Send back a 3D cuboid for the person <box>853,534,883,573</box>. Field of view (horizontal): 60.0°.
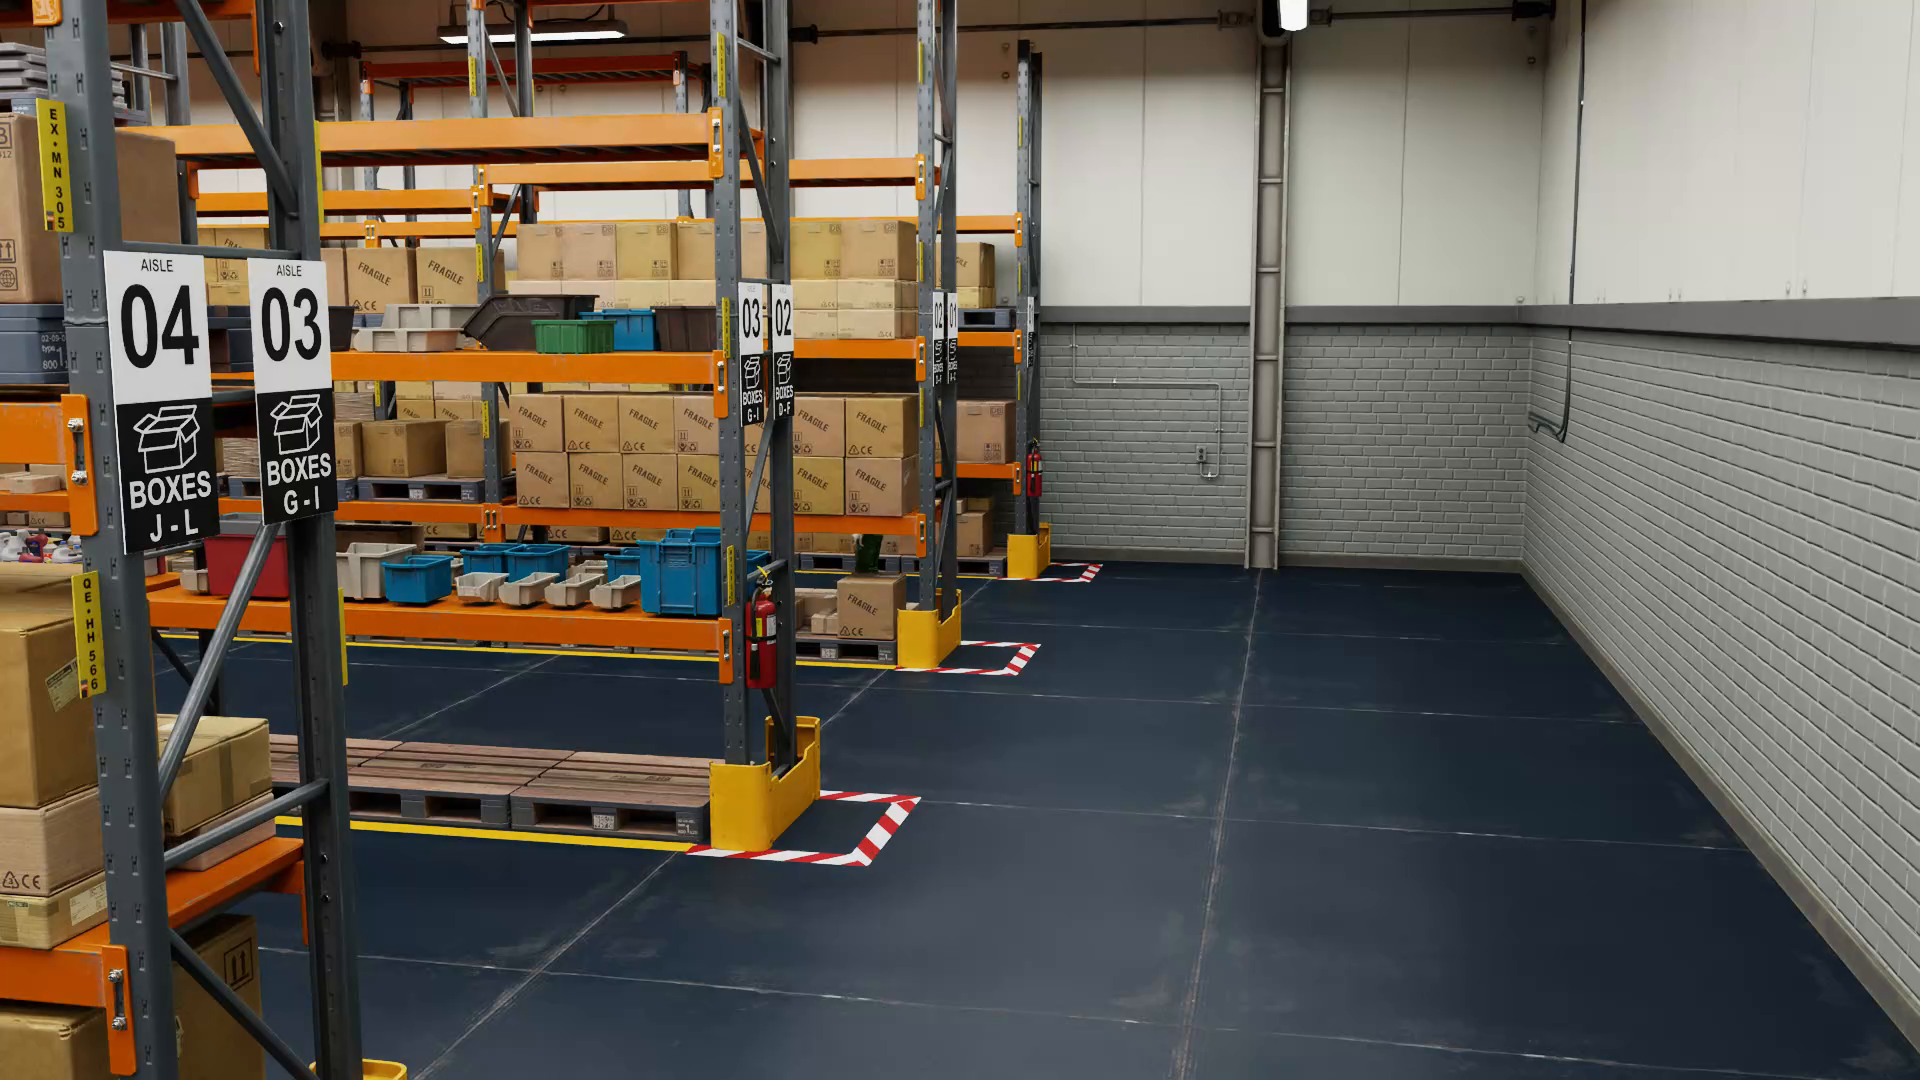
[{"bbox_3d":[-0.920,-0.090,16.405,0.449,1.779,0.608,1,8,9],"label":"person"}]
